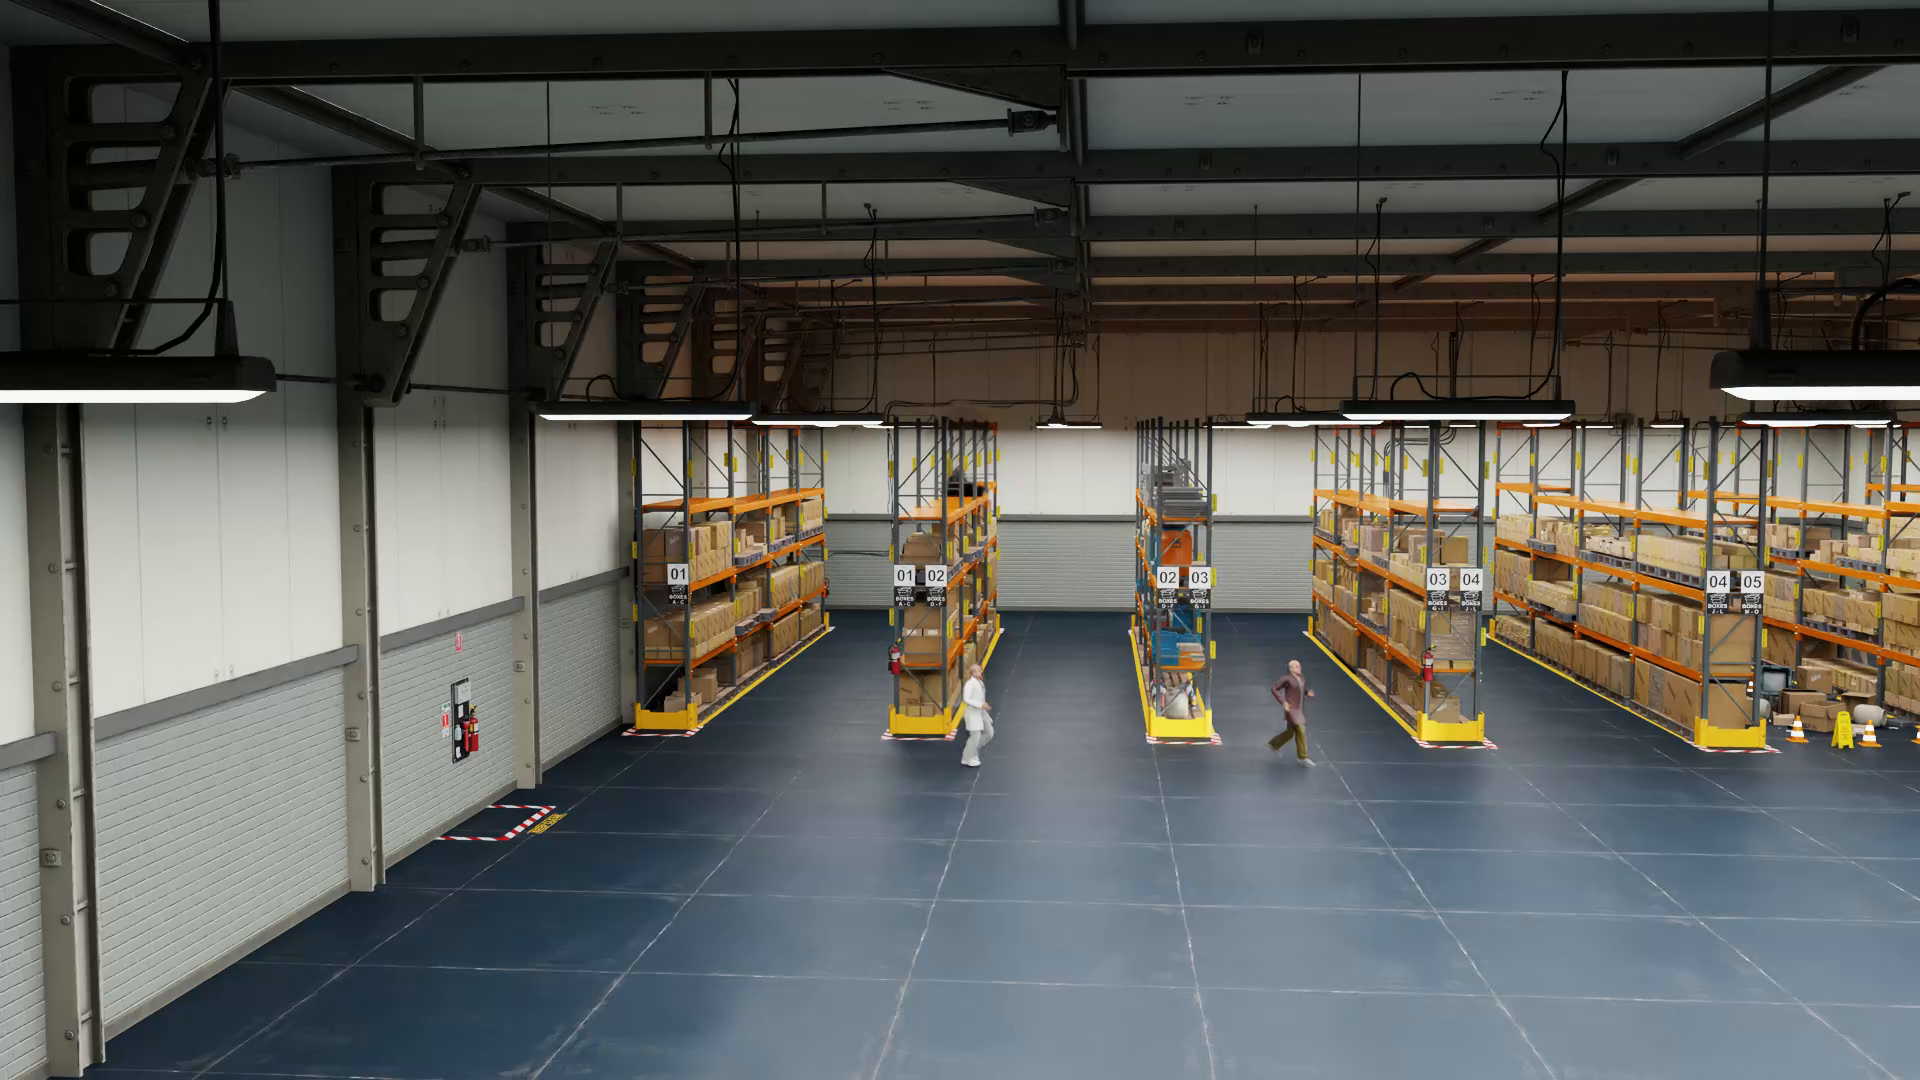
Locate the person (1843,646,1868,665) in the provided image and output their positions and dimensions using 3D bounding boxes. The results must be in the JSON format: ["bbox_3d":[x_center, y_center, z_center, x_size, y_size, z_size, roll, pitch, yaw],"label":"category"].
[{"bbox_3d":[21.365,2.273,39.630,0.642,1.787,0.763,0,4,0],"label":"person"}]

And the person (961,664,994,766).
[{"bbox_3d":[0.304,2.991,28.412,0.635,1.742,0.714,2,4,25],"label":"person"}]

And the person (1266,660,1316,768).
[{"bbox_3d":[5.733,2.959,28.652,0.988,1.803,0.686,3,5,41],"label":"person"}]
